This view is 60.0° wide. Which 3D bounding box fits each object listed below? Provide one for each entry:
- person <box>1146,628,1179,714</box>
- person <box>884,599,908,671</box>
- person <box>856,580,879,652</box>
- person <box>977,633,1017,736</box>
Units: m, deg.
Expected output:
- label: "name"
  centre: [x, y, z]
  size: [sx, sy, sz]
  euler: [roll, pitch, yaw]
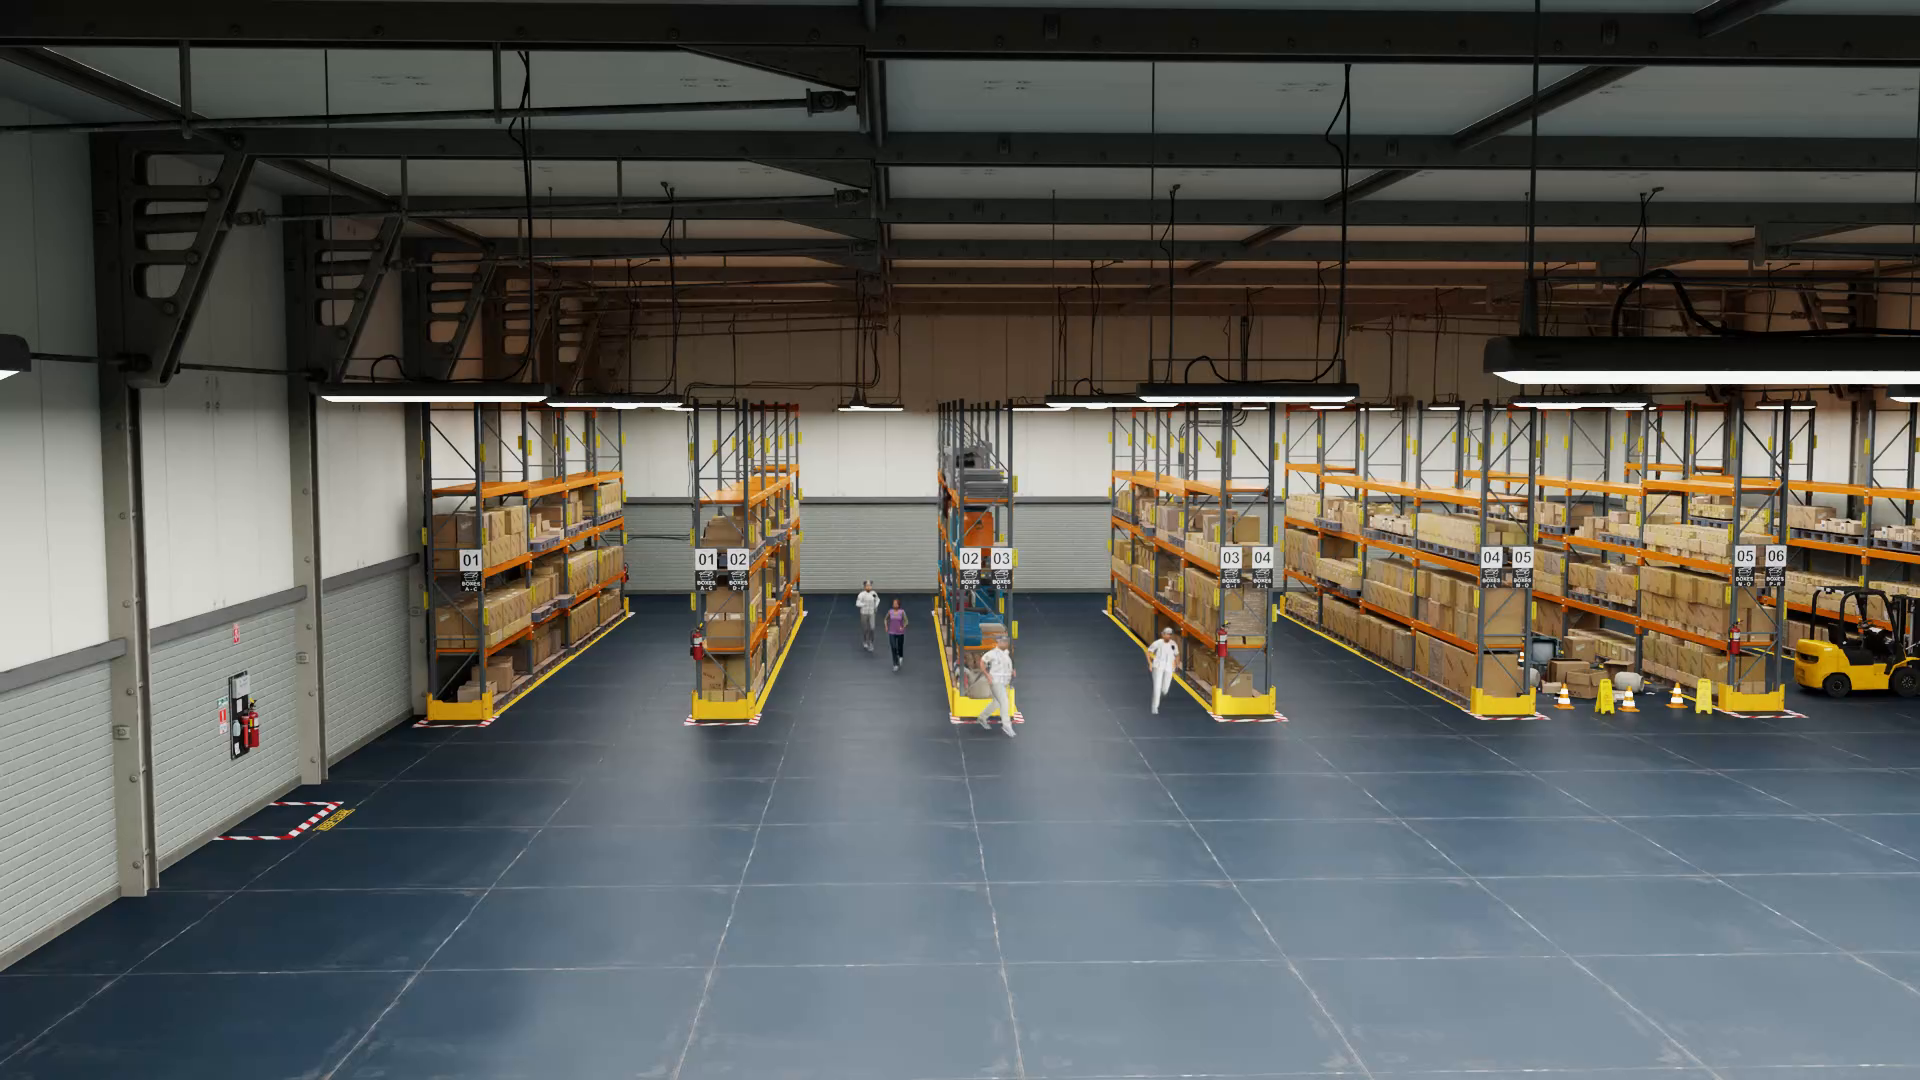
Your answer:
- label: "person"
  centre: [3.914, 2.505, 32.077]
  size: [0.648, 1.623, 0.689]
  euler: [-1, 4, -7]
- label: "person"
  centre: [-1.434, 2.106, 37.232]
  size: [0.559, 1.584, 0.725]
  euler: [0, 4, 0]
- label: "person"
  centre: [-2.214, 1.829, 40.202]
  size: [0.605, 1.744, 0.697]
  euler: [-1, 4, -12]
- label: "person"
  centre: [0.705, 2.579, 29.854]
  size: [0.873, 1.824, 0.671]
  euler: [2, 5, 28]
